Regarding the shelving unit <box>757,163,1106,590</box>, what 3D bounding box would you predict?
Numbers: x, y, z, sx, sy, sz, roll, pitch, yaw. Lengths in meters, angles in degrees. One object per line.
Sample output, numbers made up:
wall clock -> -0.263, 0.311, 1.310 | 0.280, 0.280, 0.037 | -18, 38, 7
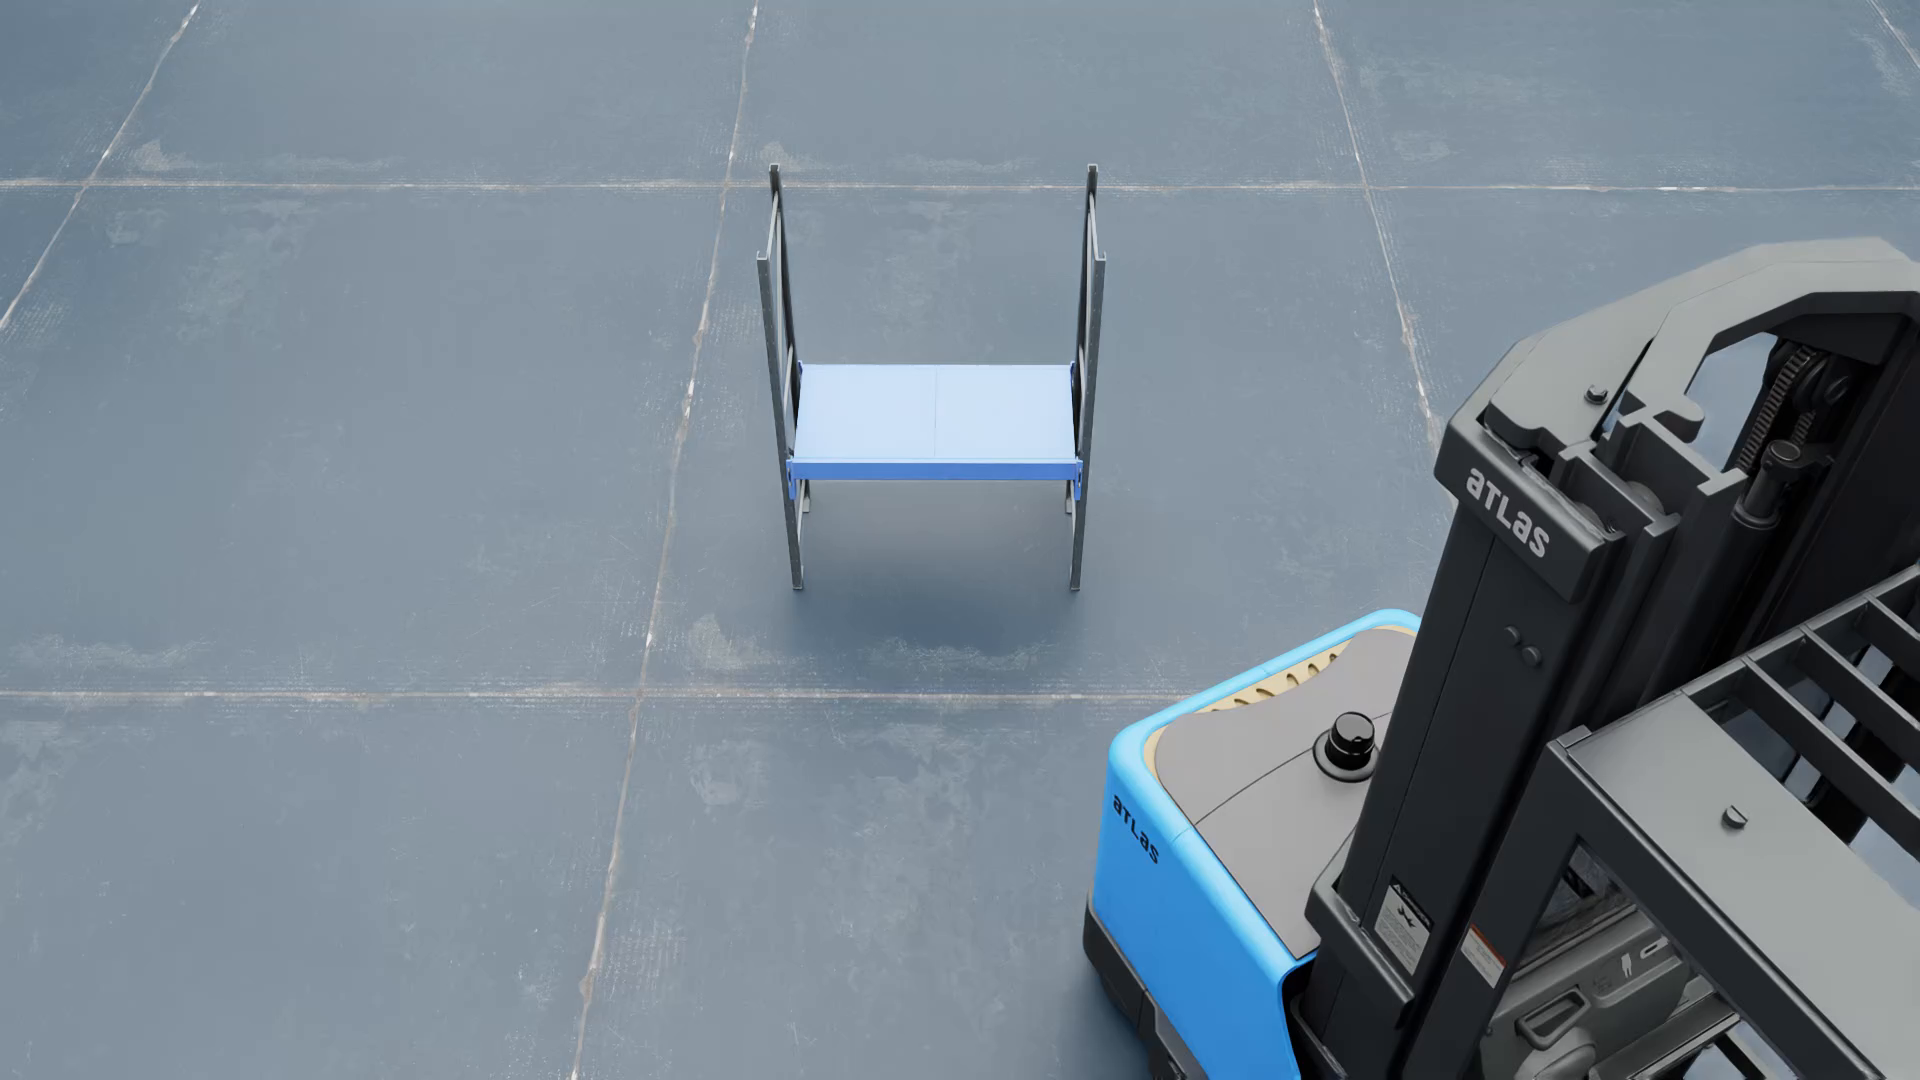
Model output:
shelving unit -> -0.085, -0.511, 5.701 | 1.048, 1.500, 0.538 | 0, 47, 0

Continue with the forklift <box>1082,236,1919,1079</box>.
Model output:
forklift -> 1.524, 1.017, 3.301 | 1.130, 2.935, 3.031 | -22, 51, -19

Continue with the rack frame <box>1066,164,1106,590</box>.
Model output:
rack frame -> 0.423, -0.510, 5.700 | 0.032, 1.500, 0.500 | 0, 47, 0

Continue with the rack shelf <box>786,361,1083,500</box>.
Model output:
rack shelf -> -0.085, -0.389, 5.833 | 1.000, 0.185, 0.538 | 0, 47, 0

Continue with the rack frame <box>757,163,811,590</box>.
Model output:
rack frame -> -0.594, -0.513, 5.703 | 0.032, 1.500, 0.500 | 0, 47, 0
